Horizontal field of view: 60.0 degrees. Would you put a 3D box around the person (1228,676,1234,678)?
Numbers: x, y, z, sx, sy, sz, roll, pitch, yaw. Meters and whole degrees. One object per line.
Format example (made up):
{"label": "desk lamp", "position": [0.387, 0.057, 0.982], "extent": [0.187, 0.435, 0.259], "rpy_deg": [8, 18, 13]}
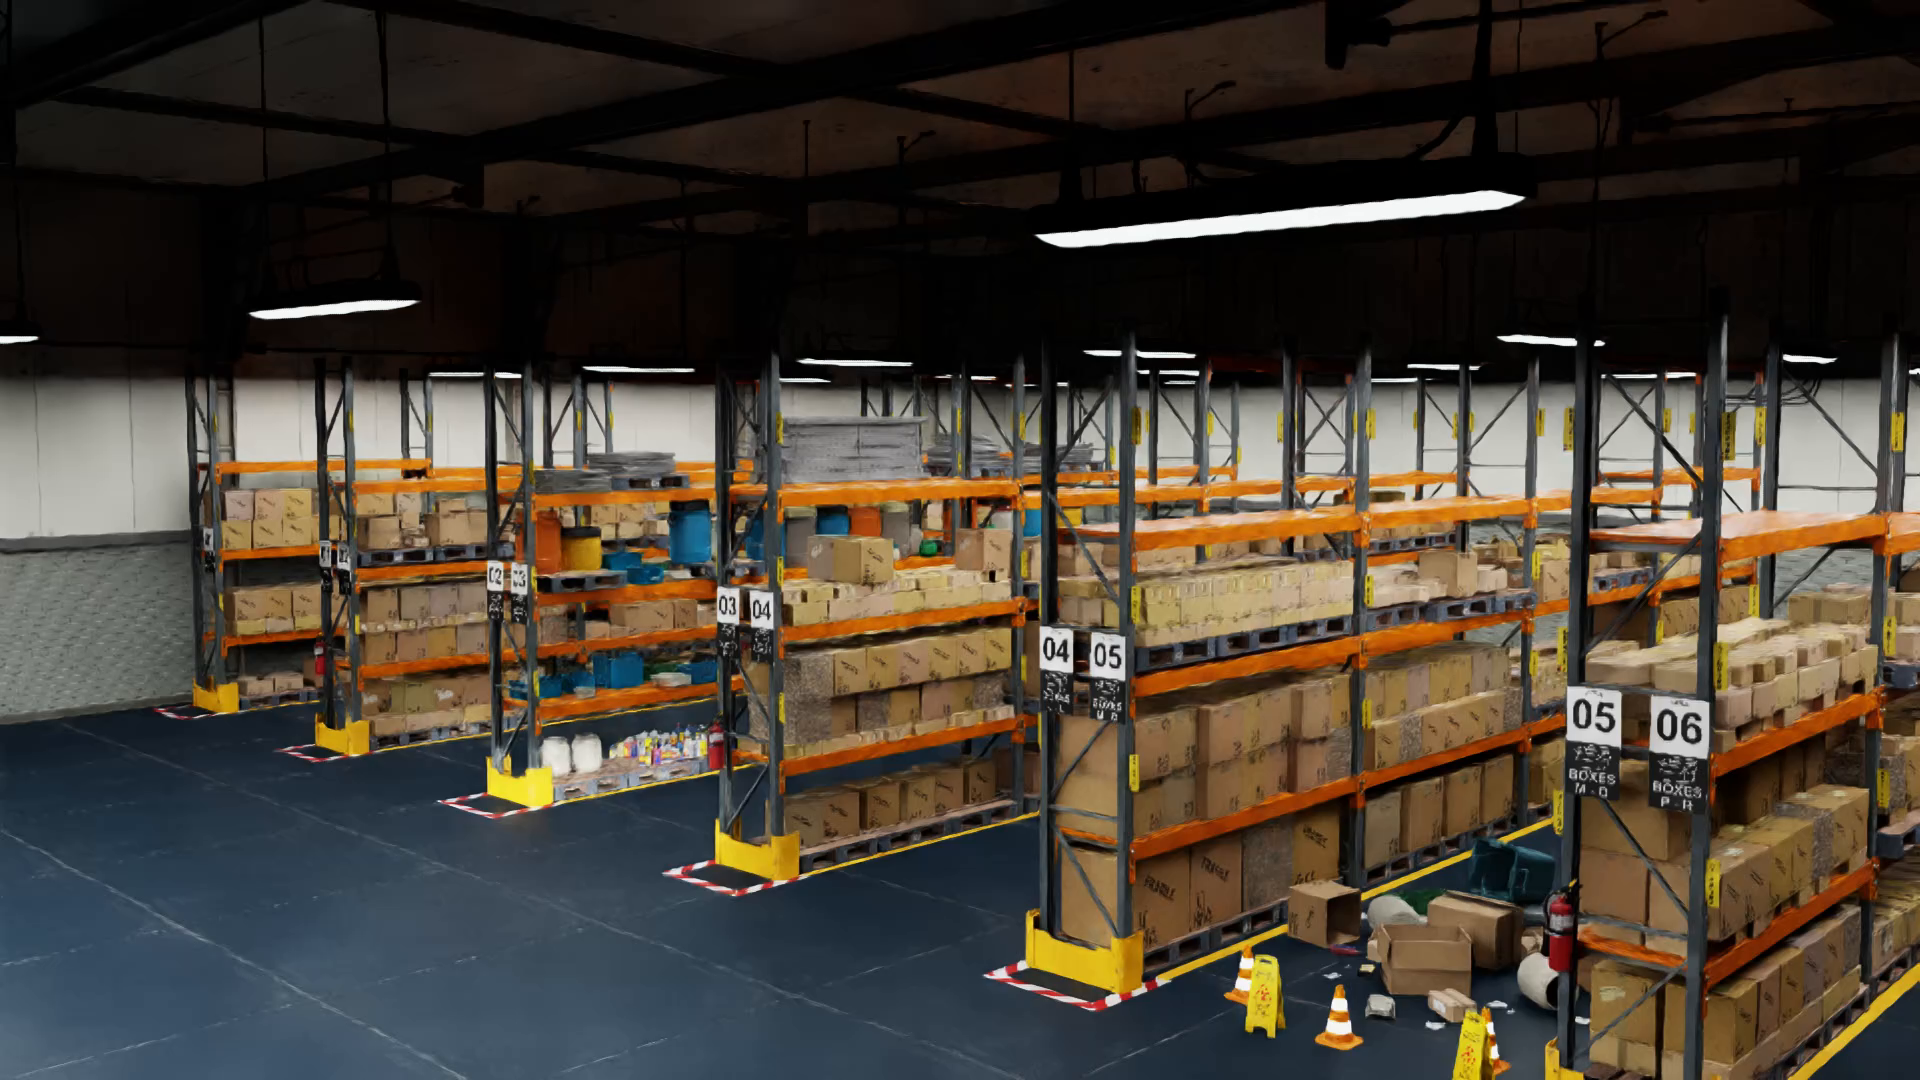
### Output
{"label": "person", "position": [3.700, 2.562, 22.834], "extent": [0.540, 1.676, 1.111], "rpy_deg": [4, 6, 41]}
